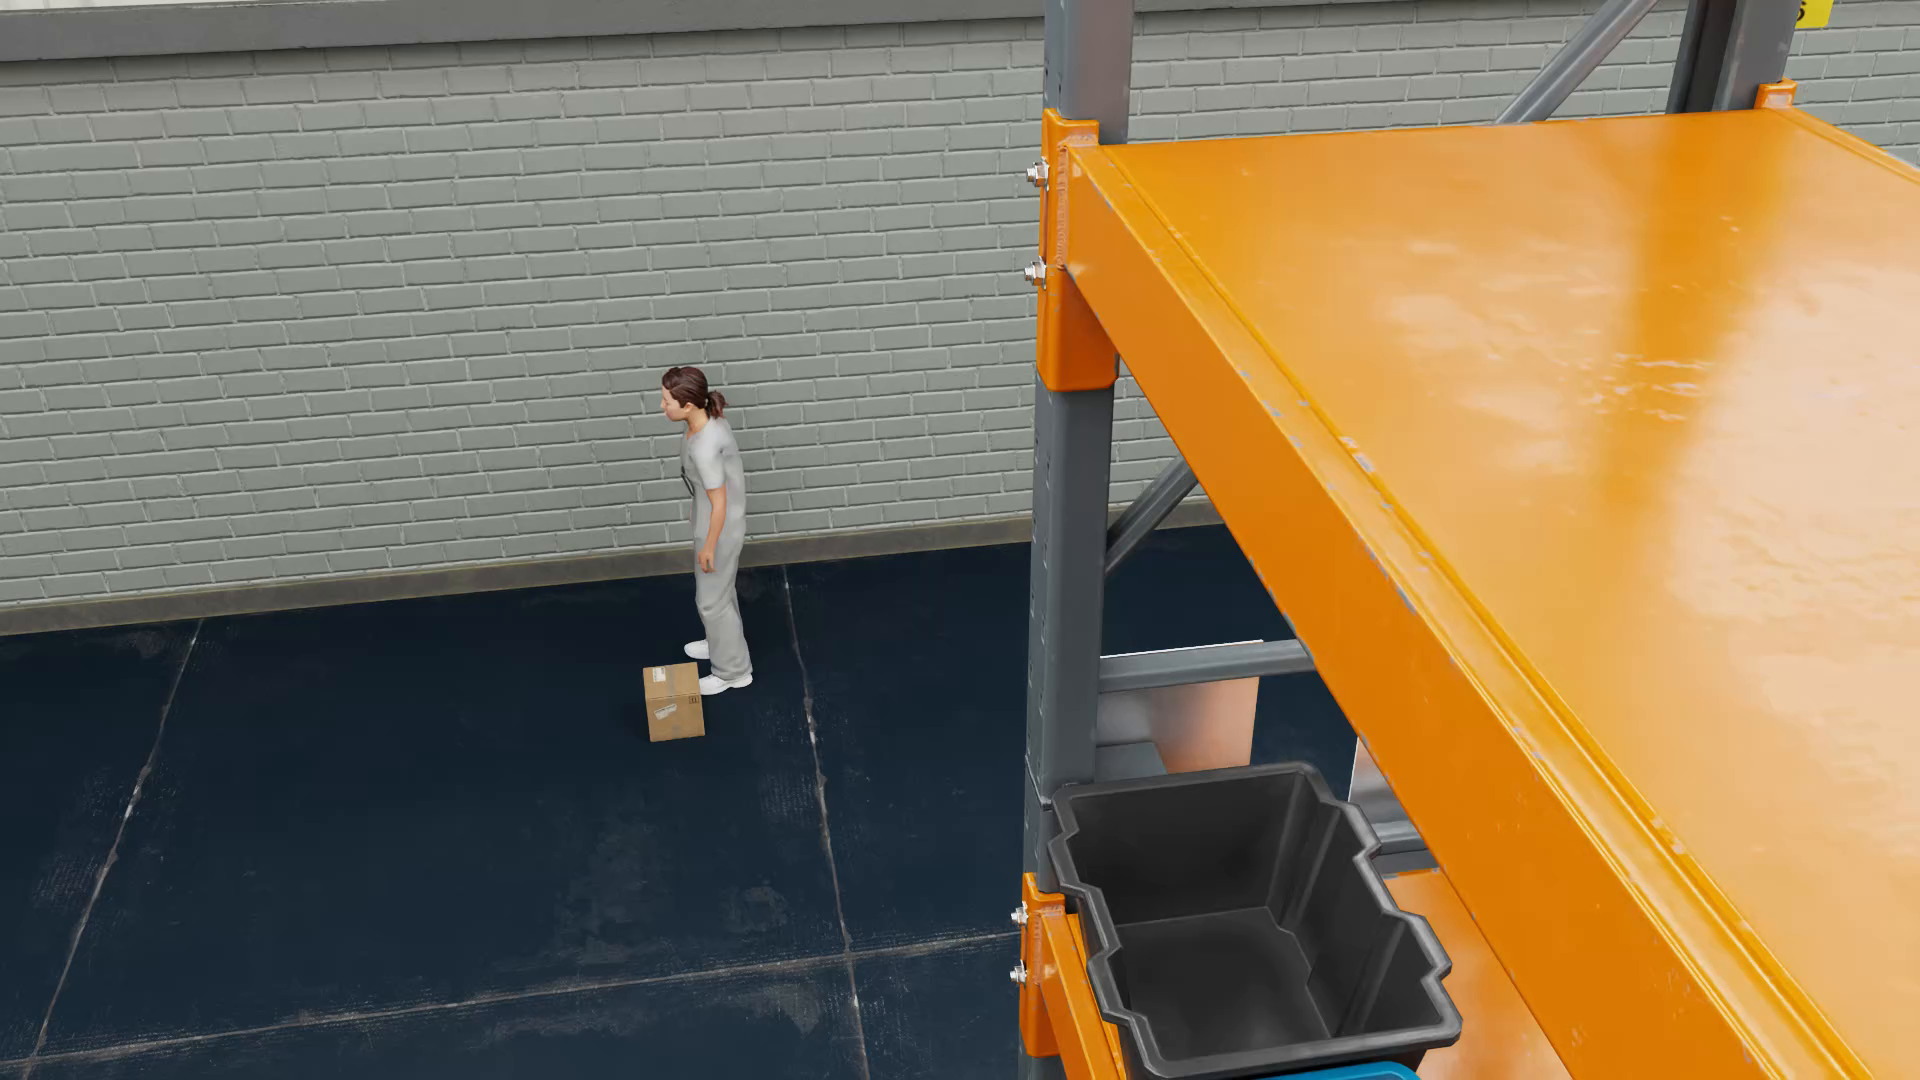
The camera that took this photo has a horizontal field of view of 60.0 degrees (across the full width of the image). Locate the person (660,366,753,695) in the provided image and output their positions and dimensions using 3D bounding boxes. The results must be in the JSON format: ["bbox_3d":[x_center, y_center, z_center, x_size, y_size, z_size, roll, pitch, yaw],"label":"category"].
[{"bbox_3d":[-1.159,-0.056,7.727,0.348,1.673,0.504,-6,31,-10],"label":"person"}]
